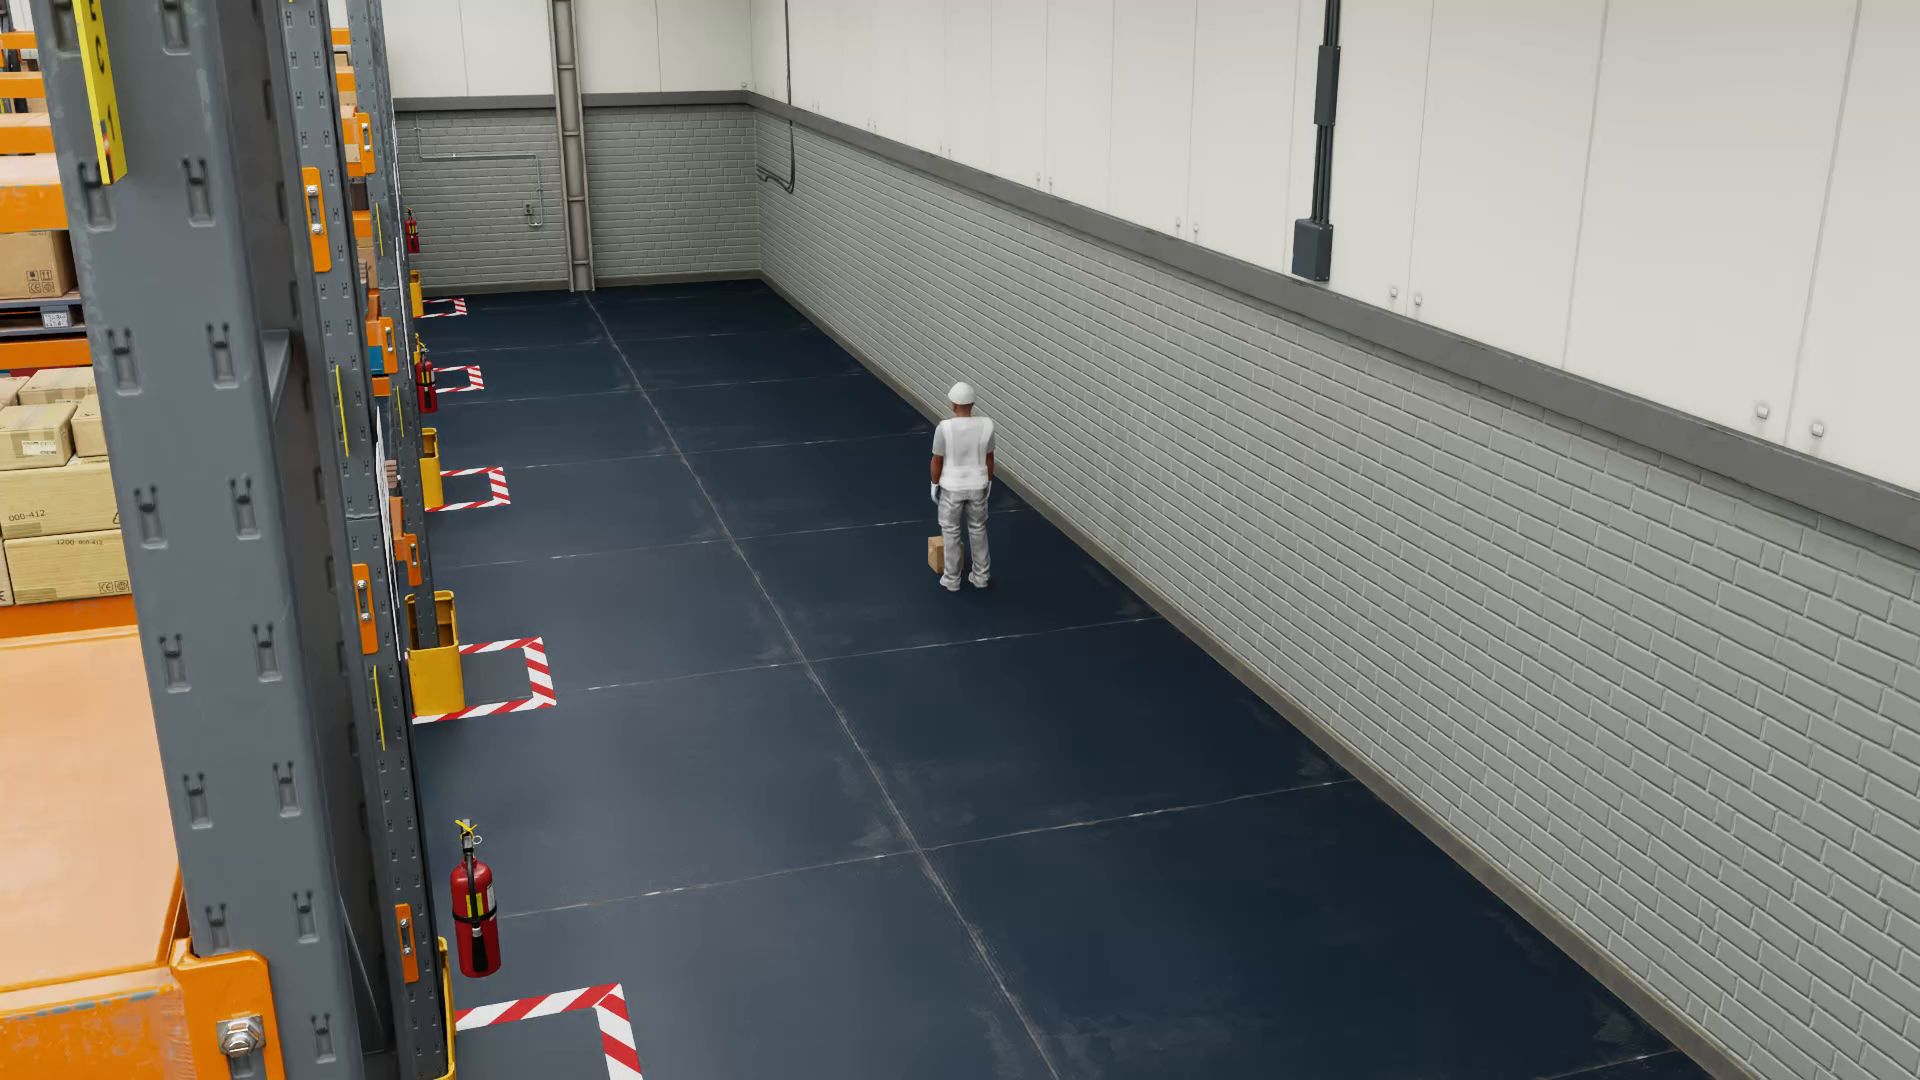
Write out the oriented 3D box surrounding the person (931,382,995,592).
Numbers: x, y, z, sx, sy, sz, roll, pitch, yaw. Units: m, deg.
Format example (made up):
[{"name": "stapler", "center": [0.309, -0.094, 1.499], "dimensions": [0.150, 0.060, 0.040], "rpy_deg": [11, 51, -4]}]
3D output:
[{"name": "person", "center": [0.016, -0.450, 13.903], "dimensions": [0.545, 1.782, 0.359], "rpy_deg": [-6, 20, -16]}]
